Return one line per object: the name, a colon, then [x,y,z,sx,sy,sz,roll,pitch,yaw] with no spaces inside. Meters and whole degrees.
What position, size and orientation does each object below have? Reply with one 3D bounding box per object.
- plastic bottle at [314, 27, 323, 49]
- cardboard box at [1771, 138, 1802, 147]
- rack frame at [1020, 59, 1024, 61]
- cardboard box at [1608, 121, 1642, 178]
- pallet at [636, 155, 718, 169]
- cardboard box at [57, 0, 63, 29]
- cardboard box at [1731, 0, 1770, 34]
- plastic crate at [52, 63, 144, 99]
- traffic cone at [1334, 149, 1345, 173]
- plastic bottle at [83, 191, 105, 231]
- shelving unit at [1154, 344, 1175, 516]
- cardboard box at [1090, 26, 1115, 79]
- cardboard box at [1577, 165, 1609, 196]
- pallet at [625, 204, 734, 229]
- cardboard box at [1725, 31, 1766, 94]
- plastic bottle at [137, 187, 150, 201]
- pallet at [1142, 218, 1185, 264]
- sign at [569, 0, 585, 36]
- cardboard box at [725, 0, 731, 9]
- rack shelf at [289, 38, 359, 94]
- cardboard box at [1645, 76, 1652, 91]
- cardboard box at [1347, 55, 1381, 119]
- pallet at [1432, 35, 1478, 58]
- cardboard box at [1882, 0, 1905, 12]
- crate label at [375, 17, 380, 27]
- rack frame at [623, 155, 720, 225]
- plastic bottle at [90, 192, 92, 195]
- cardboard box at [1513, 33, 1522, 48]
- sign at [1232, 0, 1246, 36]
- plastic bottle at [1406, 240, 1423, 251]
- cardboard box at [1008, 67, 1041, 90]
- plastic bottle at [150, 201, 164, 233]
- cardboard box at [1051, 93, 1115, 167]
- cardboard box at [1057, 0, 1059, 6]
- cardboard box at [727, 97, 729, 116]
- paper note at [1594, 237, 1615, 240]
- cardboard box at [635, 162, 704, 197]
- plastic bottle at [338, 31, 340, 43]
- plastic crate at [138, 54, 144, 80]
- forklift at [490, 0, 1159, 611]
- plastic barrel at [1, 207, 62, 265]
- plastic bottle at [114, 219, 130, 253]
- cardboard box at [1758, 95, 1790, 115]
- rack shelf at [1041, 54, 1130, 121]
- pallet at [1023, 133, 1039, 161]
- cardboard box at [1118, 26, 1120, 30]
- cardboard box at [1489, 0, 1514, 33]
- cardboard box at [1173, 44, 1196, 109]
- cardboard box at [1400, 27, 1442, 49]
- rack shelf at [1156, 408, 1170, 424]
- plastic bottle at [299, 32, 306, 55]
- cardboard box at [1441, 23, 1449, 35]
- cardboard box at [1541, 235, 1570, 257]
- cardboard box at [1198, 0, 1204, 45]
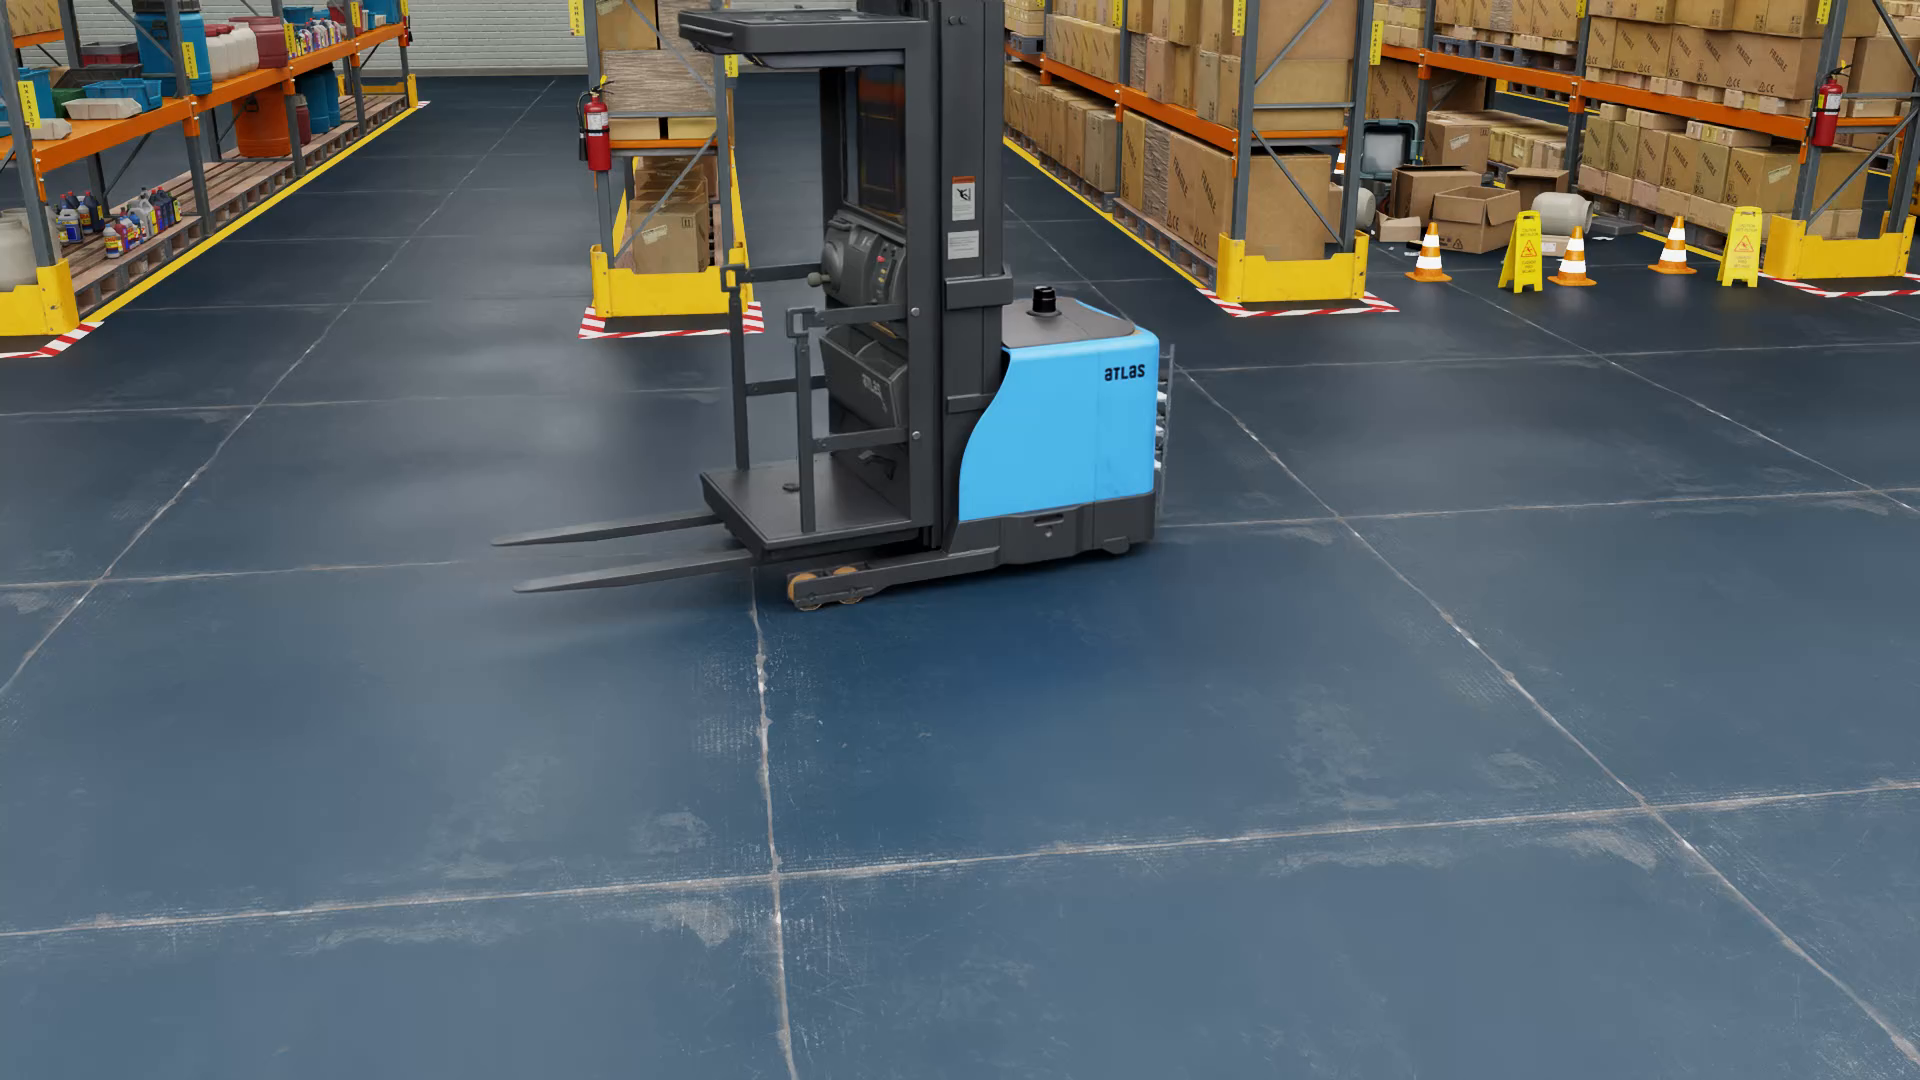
plastic bottle: [-8.321,-6.479,21.454,0.152,0.276,0.135,-3,21,-8]
cardboard box: [7.635,-3.423,15.351,0.500,0.500,0.500,-4,21,-10]
rack frame: [0.948,-7.551,24.145,1.000,3.000,0.127,-3,21,-8]
cardboard box: [6.892,-3.923,16.689,0.500,0.500,0.500,-2,21,-6]
pallet: [-3.287,-4.373,19.624,1.003,0.211,1.213,-3,21,-8]
cardboard box: [-14.021,-8.127,25.547,0.500,0.500,0.500,-2,21,-6]
cardboard box: [7.206,-4.676,14.453,0.700,0.500,0.500,-3,21,-7]
plastic crate: [-7.773,-4.099,14.992,0.767,0.338,0.504,-3,21,-8]
traffic cone: [4.389,-4.286,19.029,0.336,0.463,0.334,-3,21,-8]
plastic bottle: [-7.875,-2.988,15.086,0.144,0.351,0.185,-3,21,-8]
shelving unit: [0.898,-0.570,8.441,0.258,0.900,0.210,-7,21,-23]
cardboard box: [1.688,-5.170,17.627,0.500,0.500,0.500,-3,21,-8]
cardboard box: [6.803,-3.756,17.315,0.500,0.250,0.500,-4,21,-10]
pallet: [-2.690,-3.028,16.023,1.003,0.211,1.213,-3,21,-8]
cardboard box: [7.143,-4.214,14.644,0.500,0.500,0.500,-3,21,-8]
plastic bottle: [-7.488,-3.065,15.293,0.144,0.351,0.185,-3,21,-8]
pallet: [2.312,-2.784,15.368,1.003,0.211,1.213,-3,21,-8]
sign: [-2.797,-3.850,12.130,0.100,0.325,0.005,-3,21,-8]
cardboard box: [-2.798,-5.325,16.730,1.000,1.000,1.000,-3,21,-7]
rack shelf: [-8.588,-6.056,21.172,1.077,0.370,4.000,-3,21,-8]
cardboard box: [6.940,-4.469,16.253,0.380,0.149,0.250,-3,21,-8]
cardboard box: [6.138,-6.514,23.805,0.875,0.875,0.875,-2,21,-6]
pallet: [6.616,-6.119,20.586,1.213,0.211,1.003,-3,21,-8]
cardboard box: [11.270,-6.481,20.212,0.380,0.149,0.250,-2,21,-7]
crate label: [-9.064,-7.906,25.387,0.396,0.136,0.243,-3,21,-8]
rack frame: [-2.822,-4.565,16.153,1.000,3.000,0.127,-3,21,-8]
plastic bottle: [-8.111,-3.111,15.530,0.097,0.271,0.097,0,20,0]
cardboard box: [6.505,-5.663,18.849,0.380,0.149,0.250,-3,21,-8]
sign: [2.139,-4.027,12.716,0.100,0.325,0.005,-3,21,-8]
plastic bottle: [4.255,-2.748,15.487,0.133,0.061,0.283,-11,23,-26]
cardboard box: [0.941,-6.297,22.690,0.500,0.250,0.500,-2,21,-6]
plastic bottle: [-7.253,-2.920,15.001,0.061,0.283,0.133,-2,21,-4]
cardboard box: [1.653,-4.791,19.370,1.050,0.750,0.750,-3,21,-7]
cardboard box: [1.458,-7.148,21.976,0.380,0.149,0.250,-2,21,-6]
cardboard box: [-2.171,-3.698,14.189,0.380,0.149,0.250,-3,21,-8]
paper note: [6.163,-2.894,15.920,0.142,0.019,0.148,-11,23,-26]
cardboard box: [-2.714,-3.253,15.611,0.500,0.500,0.500,4,21,9]
plastic bottle: [-8.456,-6.834,22.509,0.097,0.201,0.097,0,20,0]
plastic crate: [-8.190,-4.674,16.467,0.392,0.384,0.575,-3,21,-8]
forklift: [-0.621,-1.267,7.419,3.031,2.935,1.130,-9,22,-22]
plastic barrel: [-7.389,-2.360,13.202,0.421,0.512,0.421,0,20,0]
plastic bottle: [-7.114,-2.587,14.109,0.061,0.283,0.133,-3,21,-7]
cardboard box: [7.150,-3.764,14.365,0.380,0.149,0.250,-3,21,-8]
rack shelf: [1.813,-5.136,18.709,1.077,0.370,4.000,-3,21,-8]
pallet: [1.413,-5.130,21.649,1.003,0.211,1.213,-3,21,-8]
cardboard box: [2.024,-5.467,16.996,0.700,0.500,0.500,-3,21,-9]
cardboard box: [6.474,-6.129,19.169,0.500,0.500,0.500,-4,21,-10]
cardboard box: [2.405,-4.163,14.861,0.875,0.550,0.500,-3,21,-8]
cardboard box: [6.078,-6.542,21.659,0.500,0.250,0.500,-4,21,-10]
rack shelf: [0.900,-0.623,8.422,0.258,0.077,0.200,-7,21,-23]
plastic bottle: [-8.151,-6.134,20.537,0.097,0.271,0.097,0,20,0]
cardboard box: [6.271,-6.407,20.843,0.380,0.149,0.250,-4,21,-11]
cardboard box: [5.374,-2.697,15.223,0.380,0.149,0.250,8,22,20]
cardboard box: [2.546,-4.489,14.190,0.875,0.550,0.550,-3,21,-8]
